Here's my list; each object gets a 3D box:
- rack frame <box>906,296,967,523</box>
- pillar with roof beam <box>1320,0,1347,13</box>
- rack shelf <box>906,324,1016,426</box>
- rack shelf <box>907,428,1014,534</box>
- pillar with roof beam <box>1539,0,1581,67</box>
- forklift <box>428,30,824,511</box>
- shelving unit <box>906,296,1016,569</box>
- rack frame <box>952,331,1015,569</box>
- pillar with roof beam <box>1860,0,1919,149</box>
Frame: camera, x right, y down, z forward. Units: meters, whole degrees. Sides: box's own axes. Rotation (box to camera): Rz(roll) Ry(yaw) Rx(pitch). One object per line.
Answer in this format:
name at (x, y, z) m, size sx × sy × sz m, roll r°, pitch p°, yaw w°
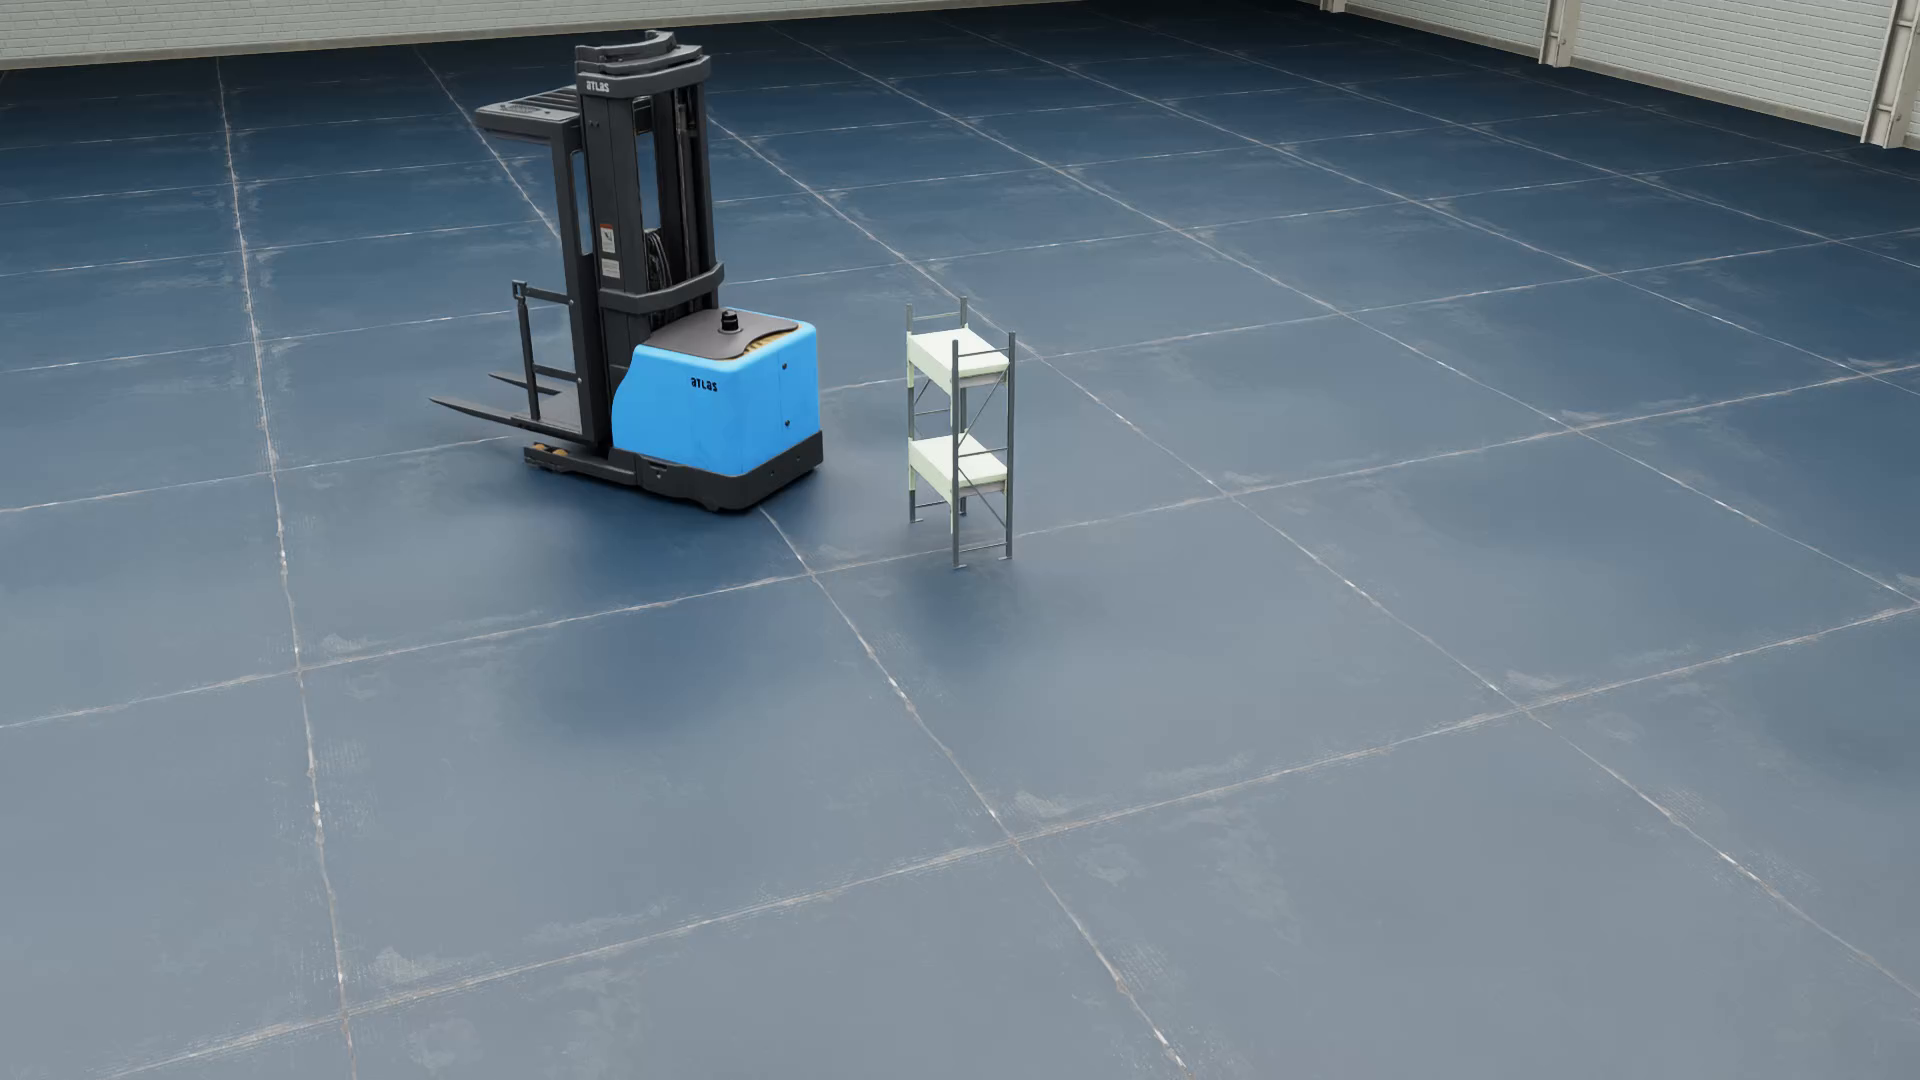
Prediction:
rack frame at (-0.146, -0.824, 10.729) m, size 0.400 × 1.500 × 0.023 m, roll -11°, pitch 28°, yaw -21°
pillar with roof beam at (2.963, -13.139, 27.404) m, size 9.100 × 9.000 × 0.400 m, roll -11°, pitch 28°, yaw -21°
rack shelf at (-0.003, -1.027, 10.255) m, size 0.431 × 0.370 × 0.720 m, roll -11°, pitch 28°, yaw -21°
rack shelf at (-0.003, -0.384, 10.569) m, size 0.431 × 0.370 × 0.720 m, roll -11°, pitch 28°, yaw -21°
pillar with roof beam at (5.313, -10.717, 22.443) m, size 9.100 × 9.000 × 0.400 m, roll -11°, pitch 28°, yaw -21°
forklift at (-2.497, -1.969, 11.442) m, size 3.031 × 2.935 × 1.130 m, roll 14°, pitch 29°, yaw 27°
shelving unit at (-0.003, -0.677, 10.426) m, size 0.431 × 1.500 × 0.755 m, roll -11°, pitch 28°, yaw -21°
rack frame at (0.141, -0.529, 10.124) m, size 0.400 × 1.500 × 0.023 m, roll -11°, pitch 28°, yaw -21°
pillar with roof beam at (7.662, -8.295, 17.482) m, size 9.100 × 9.000 × 0.400 m, roll -11°, pitch 28°, yaw -21°
